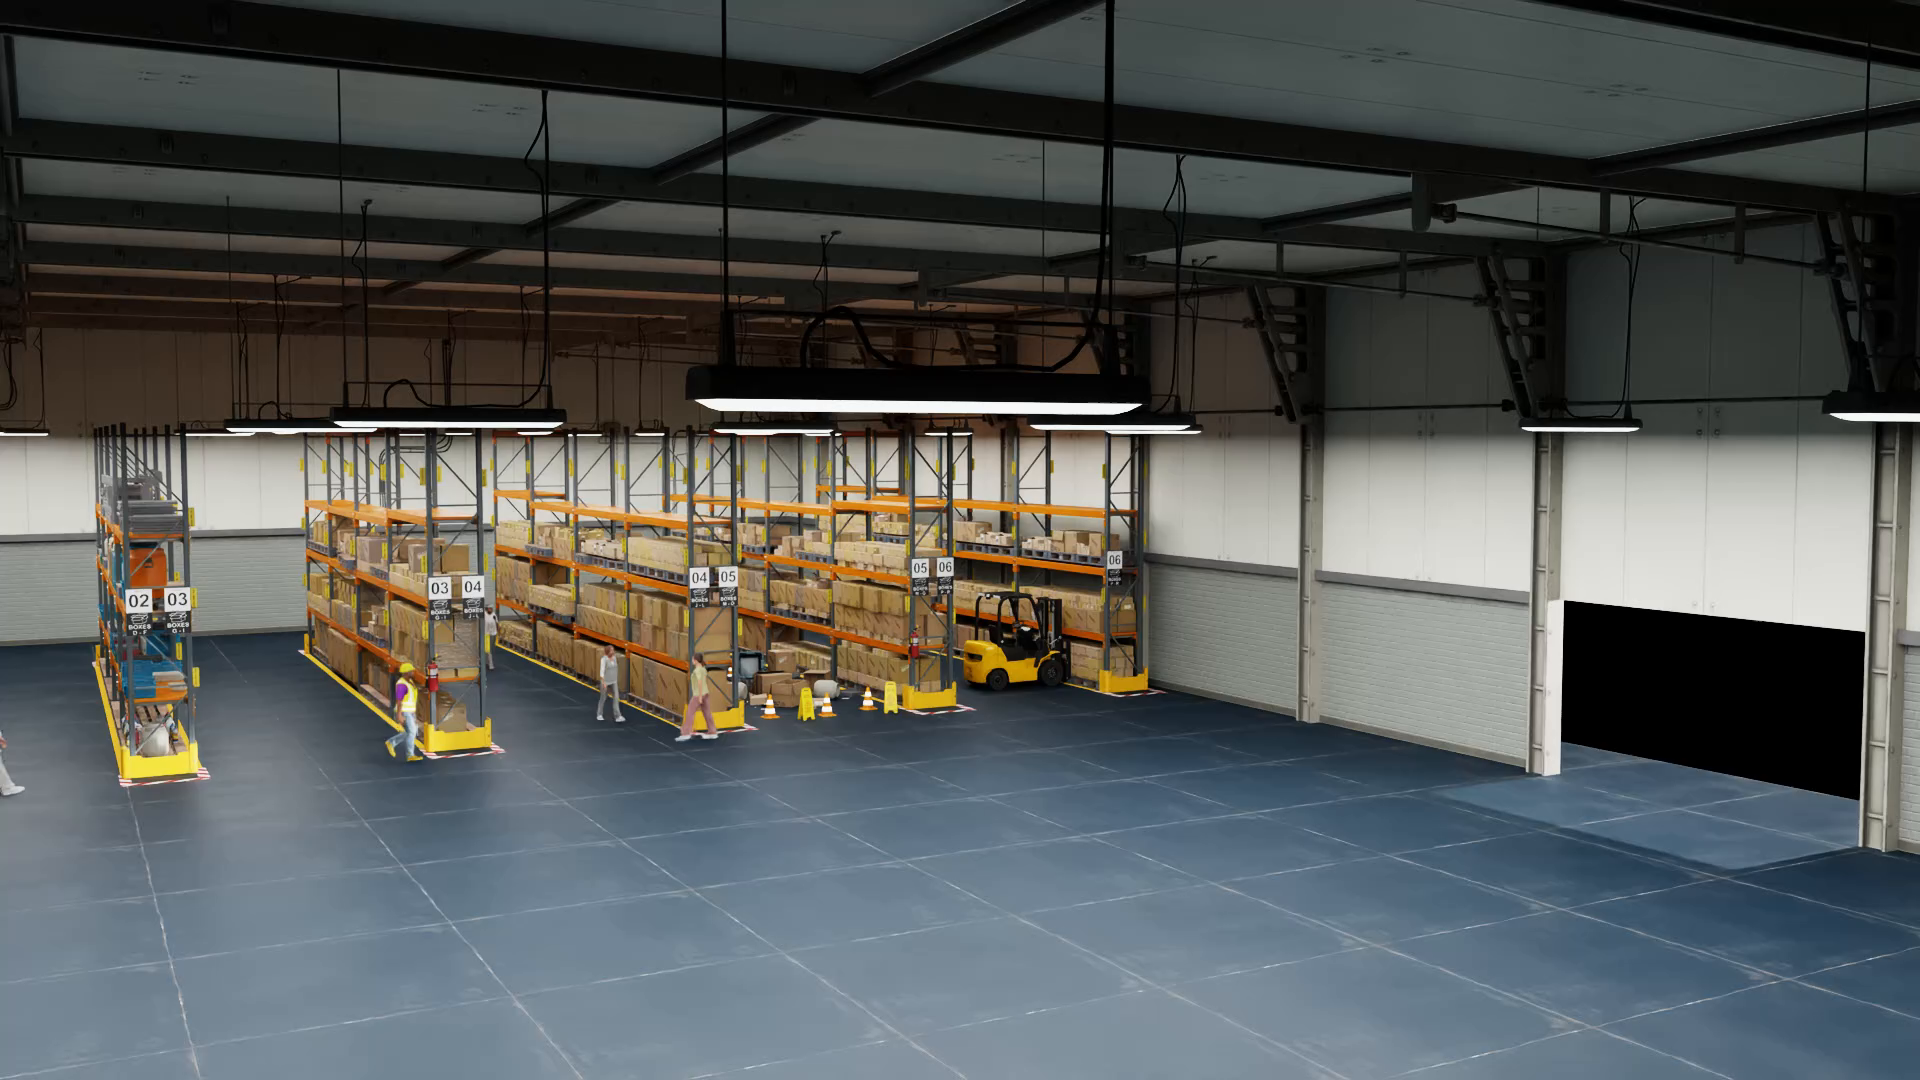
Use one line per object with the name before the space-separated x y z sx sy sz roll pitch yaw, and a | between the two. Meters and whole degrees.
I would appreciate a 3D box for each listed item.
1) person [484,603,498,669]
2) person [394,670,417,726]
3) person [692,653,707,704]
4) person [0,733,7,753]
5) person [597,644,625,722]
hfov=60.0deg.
person | -11.786 2.374 41.596 0.461 1.622 1.033 -2 4 -32
person | -9.843 2.749 29.553 0.357 1.053 0.597 0 3 5
person | -4.959 2.625 31.660 0.329 0.957 0.455 1 4 17
person | -15.595 3.044 26.608 0.521 0.958 0.668 -1 4 -15
person | -7.058 2.909 33.572 0.463 1.532 0.845 -3 5 -45
